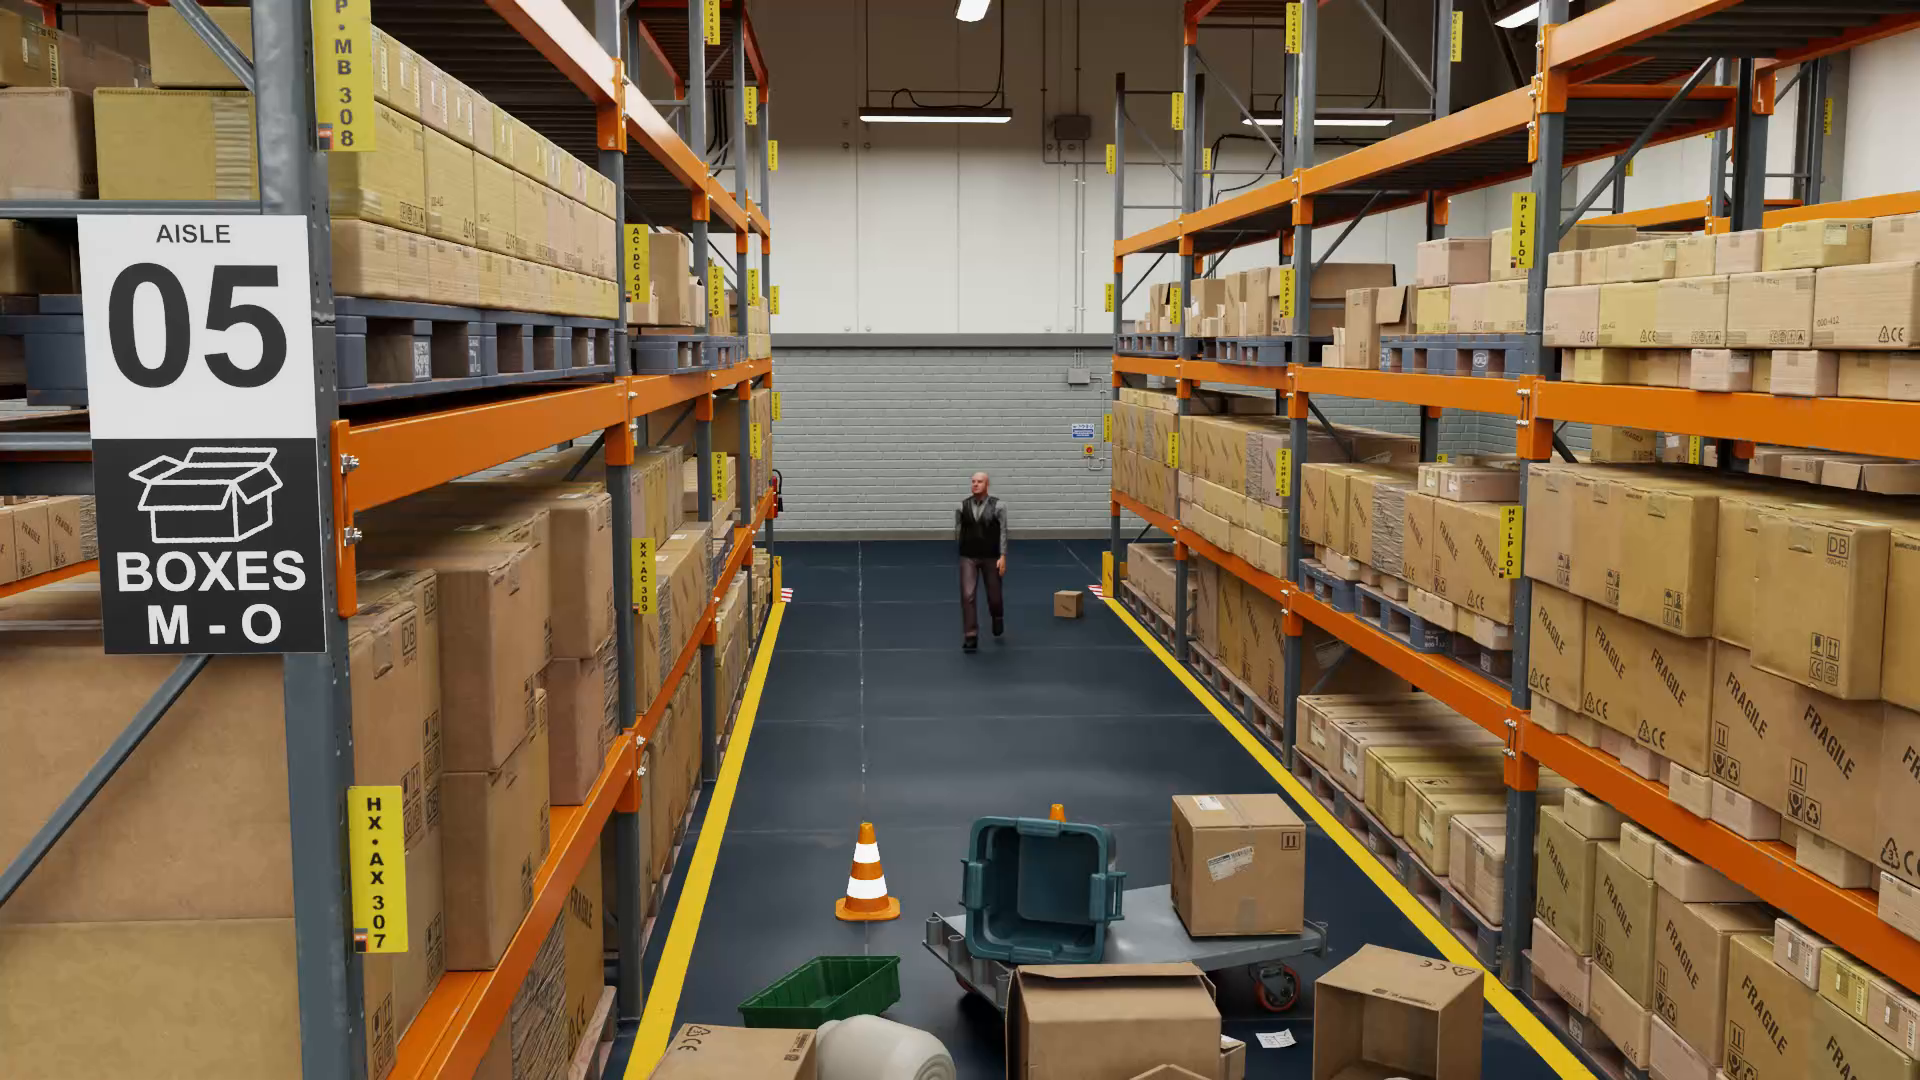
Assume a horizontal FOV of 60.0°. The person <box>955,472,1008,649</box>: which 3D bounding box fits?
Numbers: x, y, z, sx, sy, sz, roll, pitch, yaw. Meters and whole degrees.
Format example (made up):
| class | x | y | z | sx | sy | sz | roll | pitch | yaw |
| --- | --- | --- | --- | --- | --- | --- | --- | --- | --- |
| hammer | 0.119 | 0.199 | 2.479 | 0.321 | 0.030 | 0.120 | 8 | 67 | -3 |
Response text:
| class | x | y | z | sx | sy | sz | roll | pitch | yaw |
| --- | --- | --- | --- | --- | --- | --- | --- | --- | --- |
| person | 0.209 | 0.181 | 16.235 | 0.530 | 1.692 | 0.839 | 1 | 7 | 9 |
